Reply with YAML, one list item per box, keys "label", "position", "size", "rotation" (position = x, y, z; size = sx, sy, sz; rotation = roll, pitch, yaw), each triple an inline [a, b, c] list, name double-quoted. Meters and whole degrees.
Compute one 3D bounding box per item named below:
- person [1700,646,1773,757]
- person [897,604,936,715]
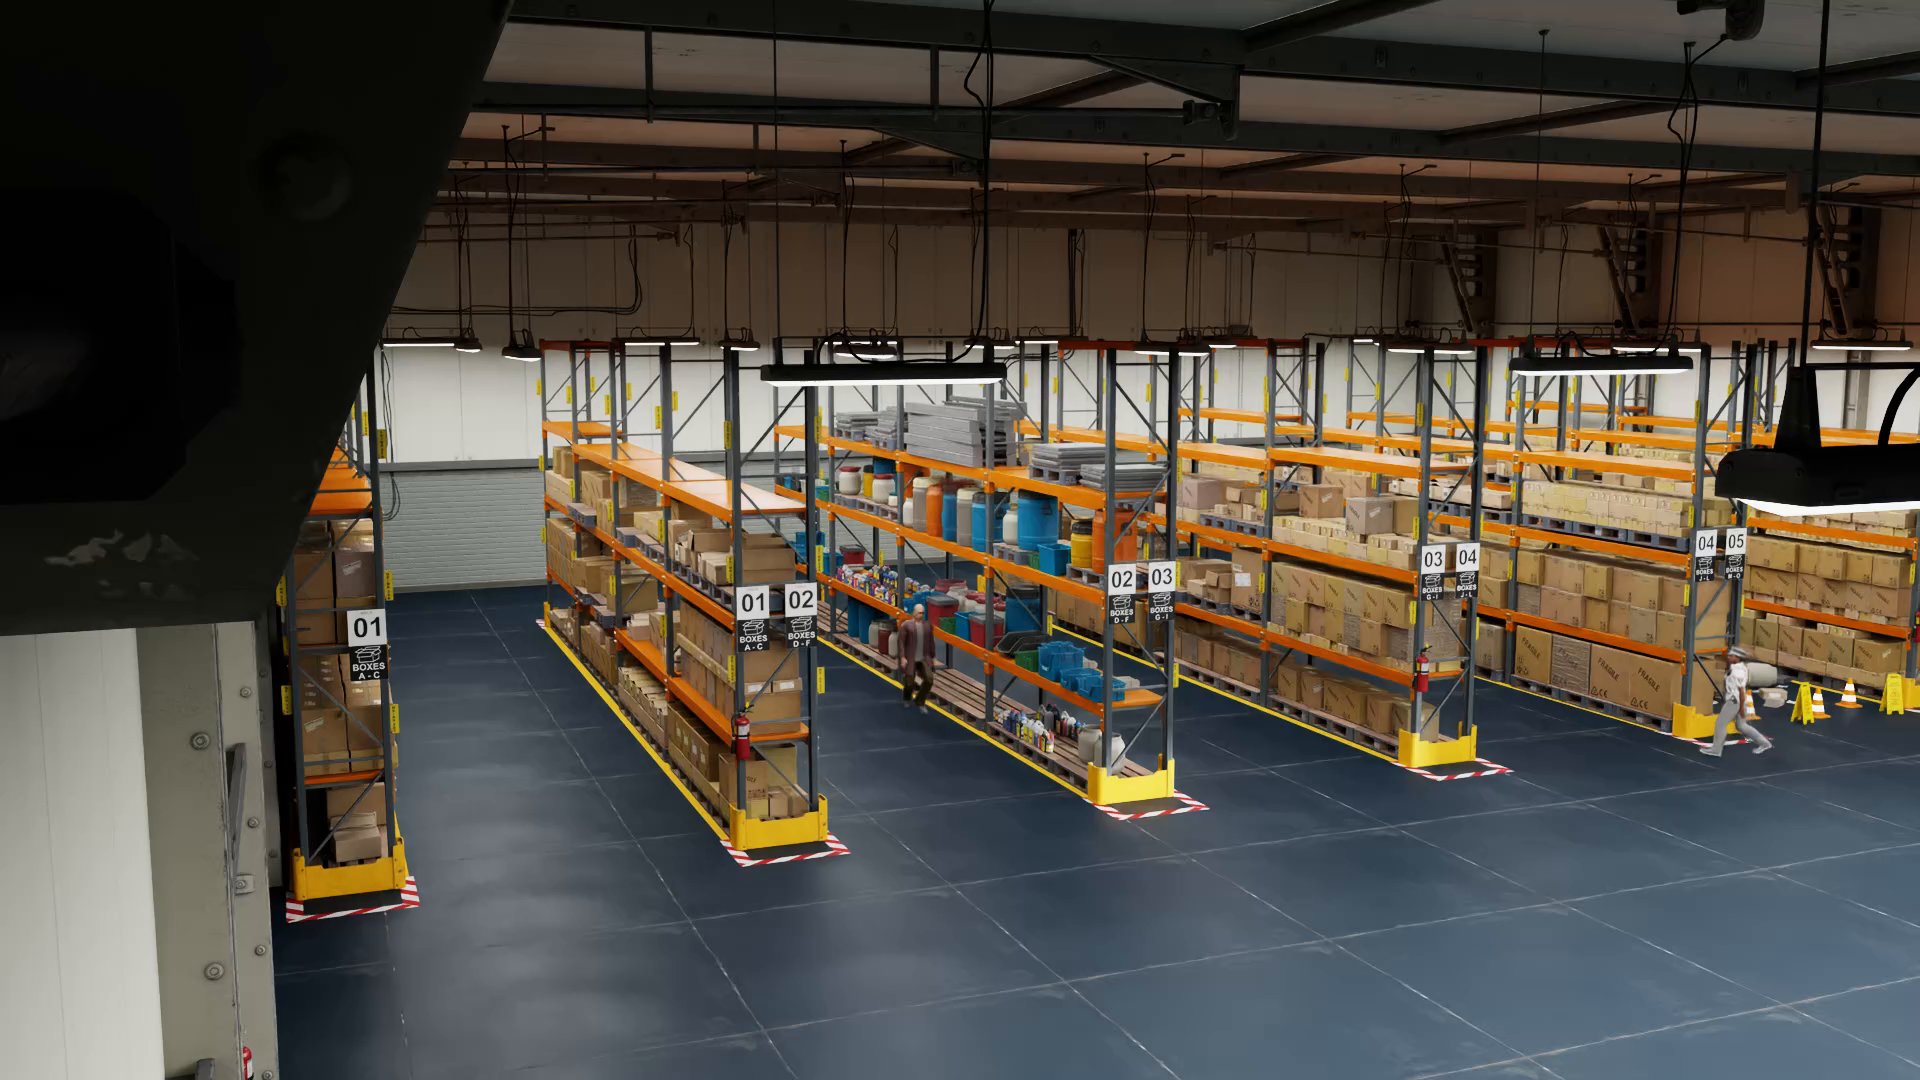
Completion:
- label: "person"
  position: [11.360, 2.359, 24.255]
  size: [0.963, 1.646, 0.438]
  rotation: [4, 8, 26]
- label: "person"
  position: [-0.666, 1.849, 26.233]
  size: [0.675, 1.684, 0.792]
  rotation: [-3, 8, -20]
